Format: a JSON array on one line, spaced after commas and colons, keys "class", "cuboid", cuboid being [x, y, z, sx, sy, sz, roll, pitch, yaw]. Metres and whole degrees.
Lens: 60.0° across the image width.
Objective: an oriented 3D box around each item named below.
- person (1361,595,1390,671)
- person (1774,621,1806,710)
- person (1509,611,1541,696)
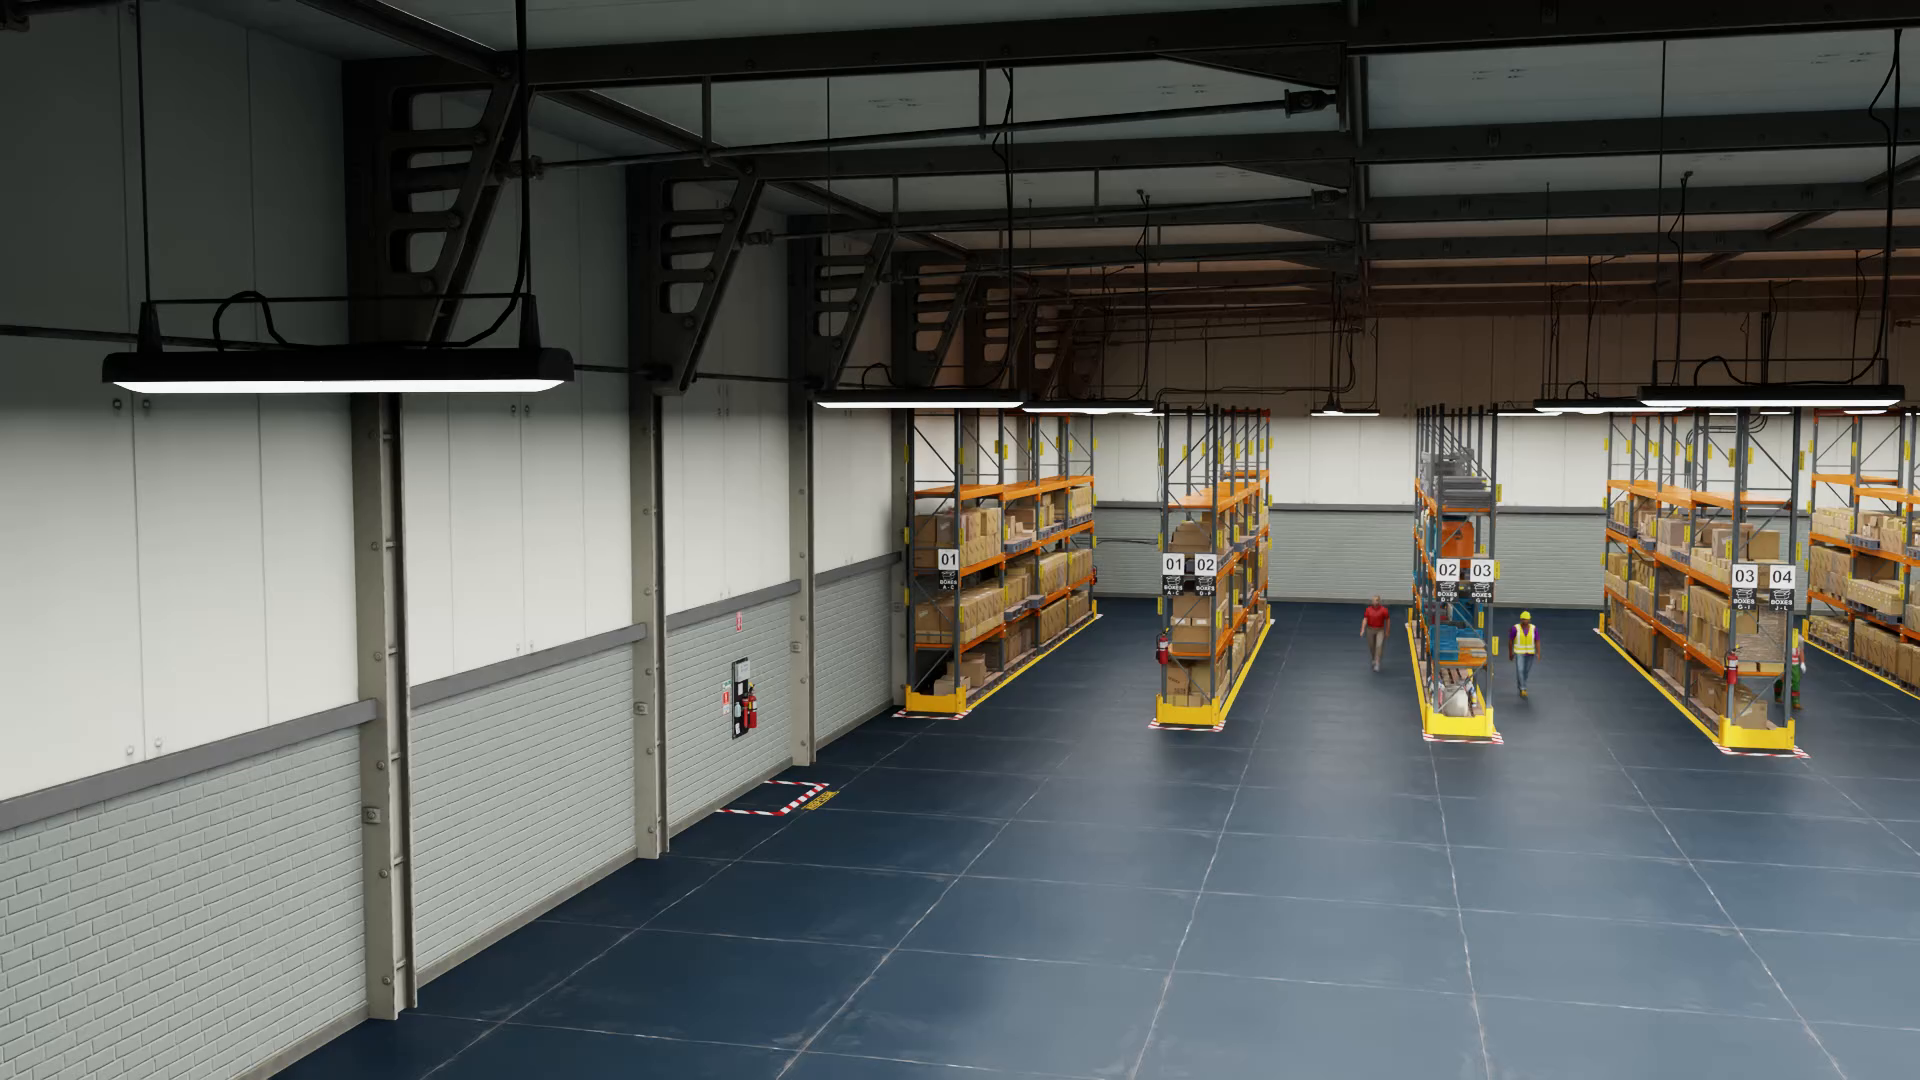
[{"class": "person", "cuboid": [9.503, 2.098, 38.035, 0.616, 1.656, 1.069, 2, 4, 22]}, {"class": "person", "cuboid": [16.388, 2.450, 32.877, 0.685, 1.731, 1.097, 1, 4, 11]}, {"class": "person", "cuboid": [11.693, 2.342, 34.376, 0.588, 1.714, 1.012, 0, 4, 5]}]
